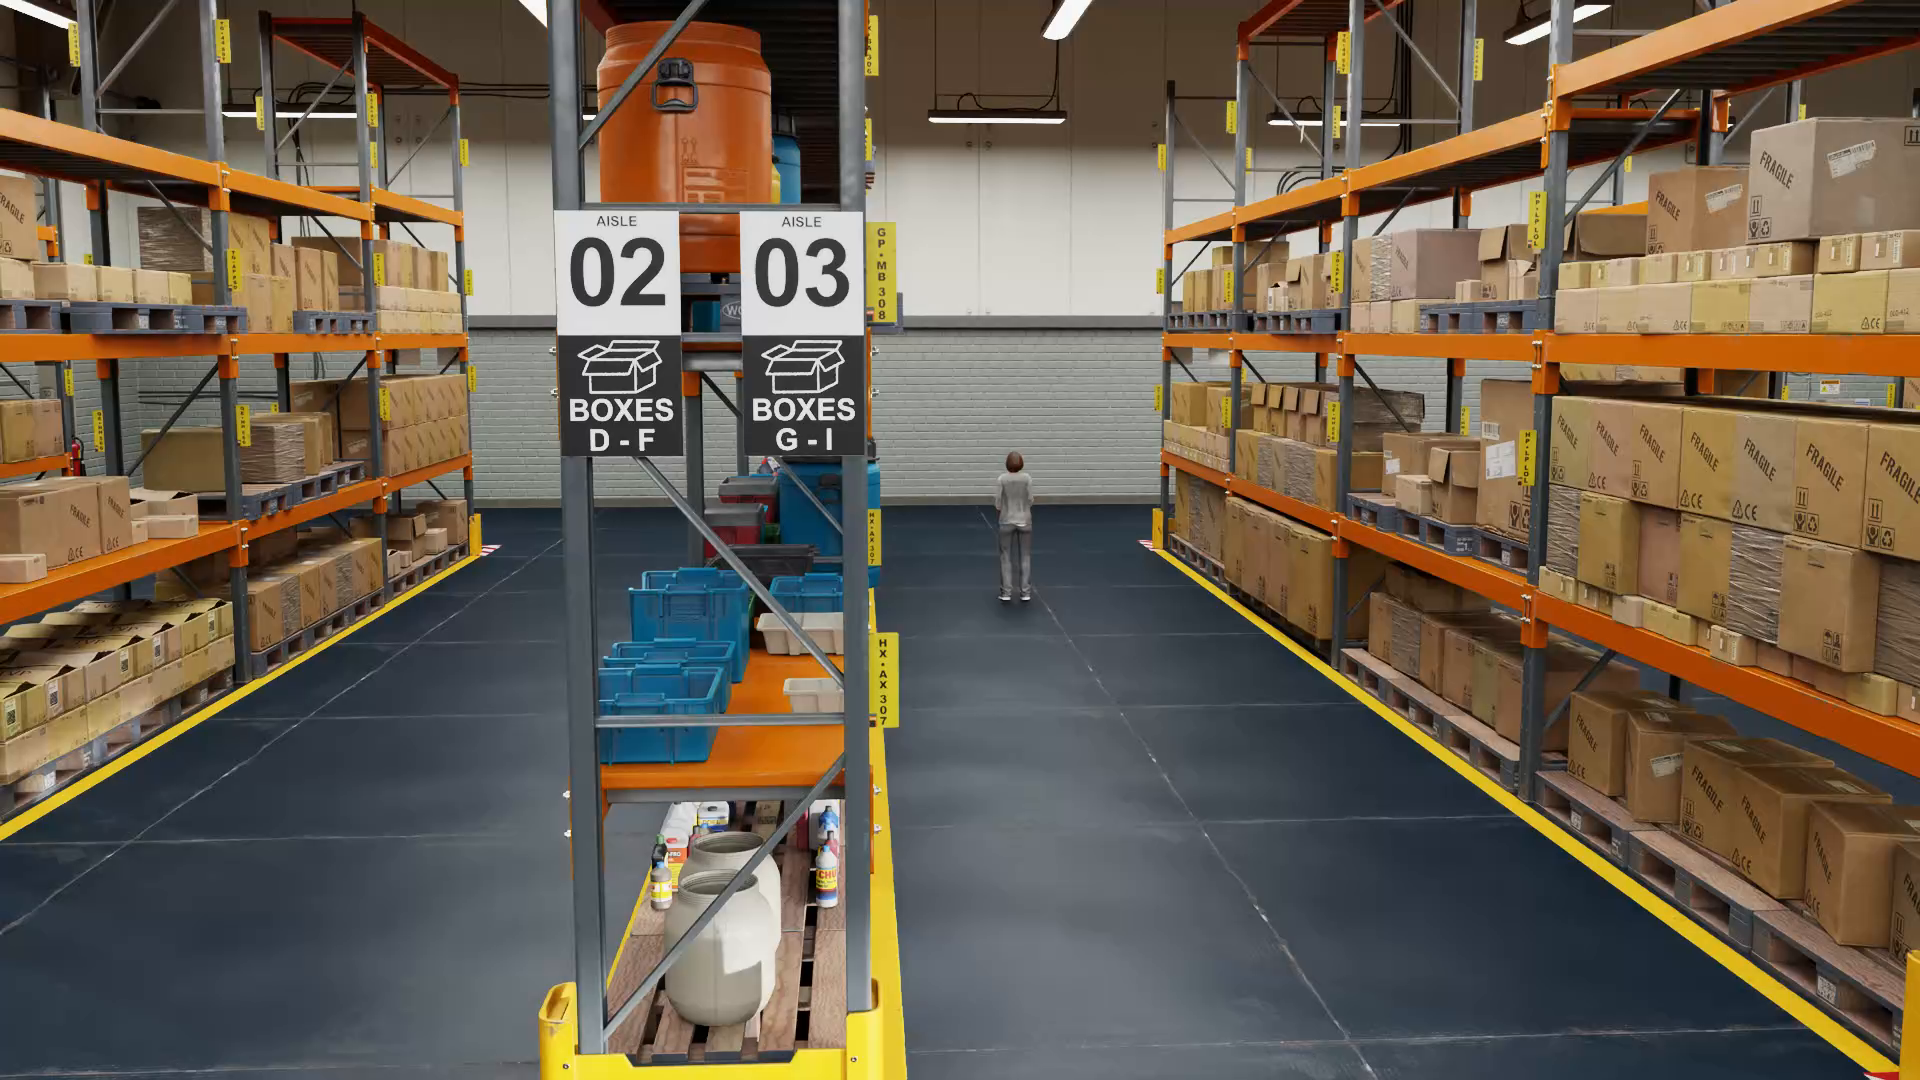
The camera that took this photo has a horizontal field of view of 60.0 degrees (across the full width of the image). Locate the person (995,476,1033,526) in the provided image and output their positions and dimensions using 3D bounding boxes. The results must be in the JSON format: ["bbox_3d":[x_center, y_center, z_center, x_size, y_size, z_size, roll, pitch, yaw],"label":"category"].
[{"bbox_3d":[0.578,-0.430,17.514,0.408,0.542,0.317,0,7,-4],"label":"person"}]
